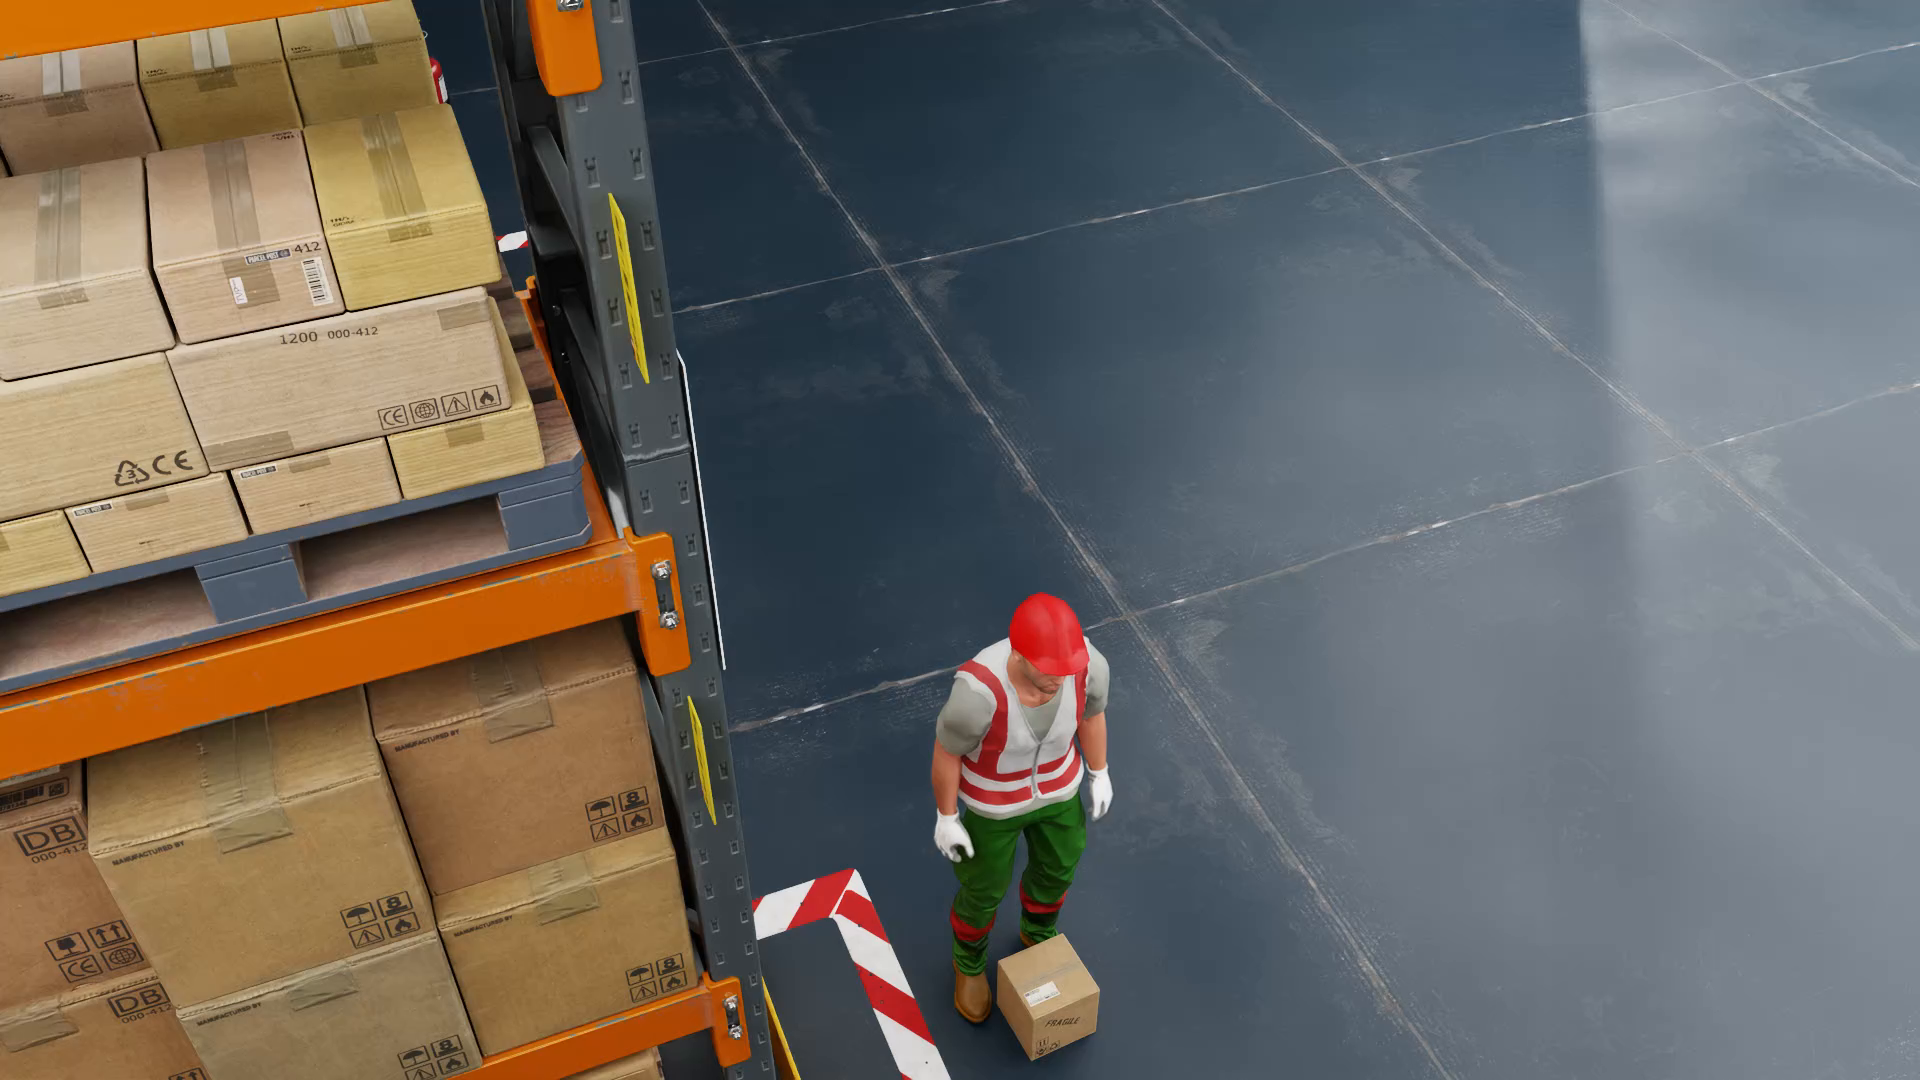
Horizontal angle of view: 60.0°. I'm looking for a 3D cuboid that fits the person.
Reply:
[{"bbox_3d":[0.200,0.816,5.221,0.608,1.779,0.451,-15,44,-16],"label":"person"}]
